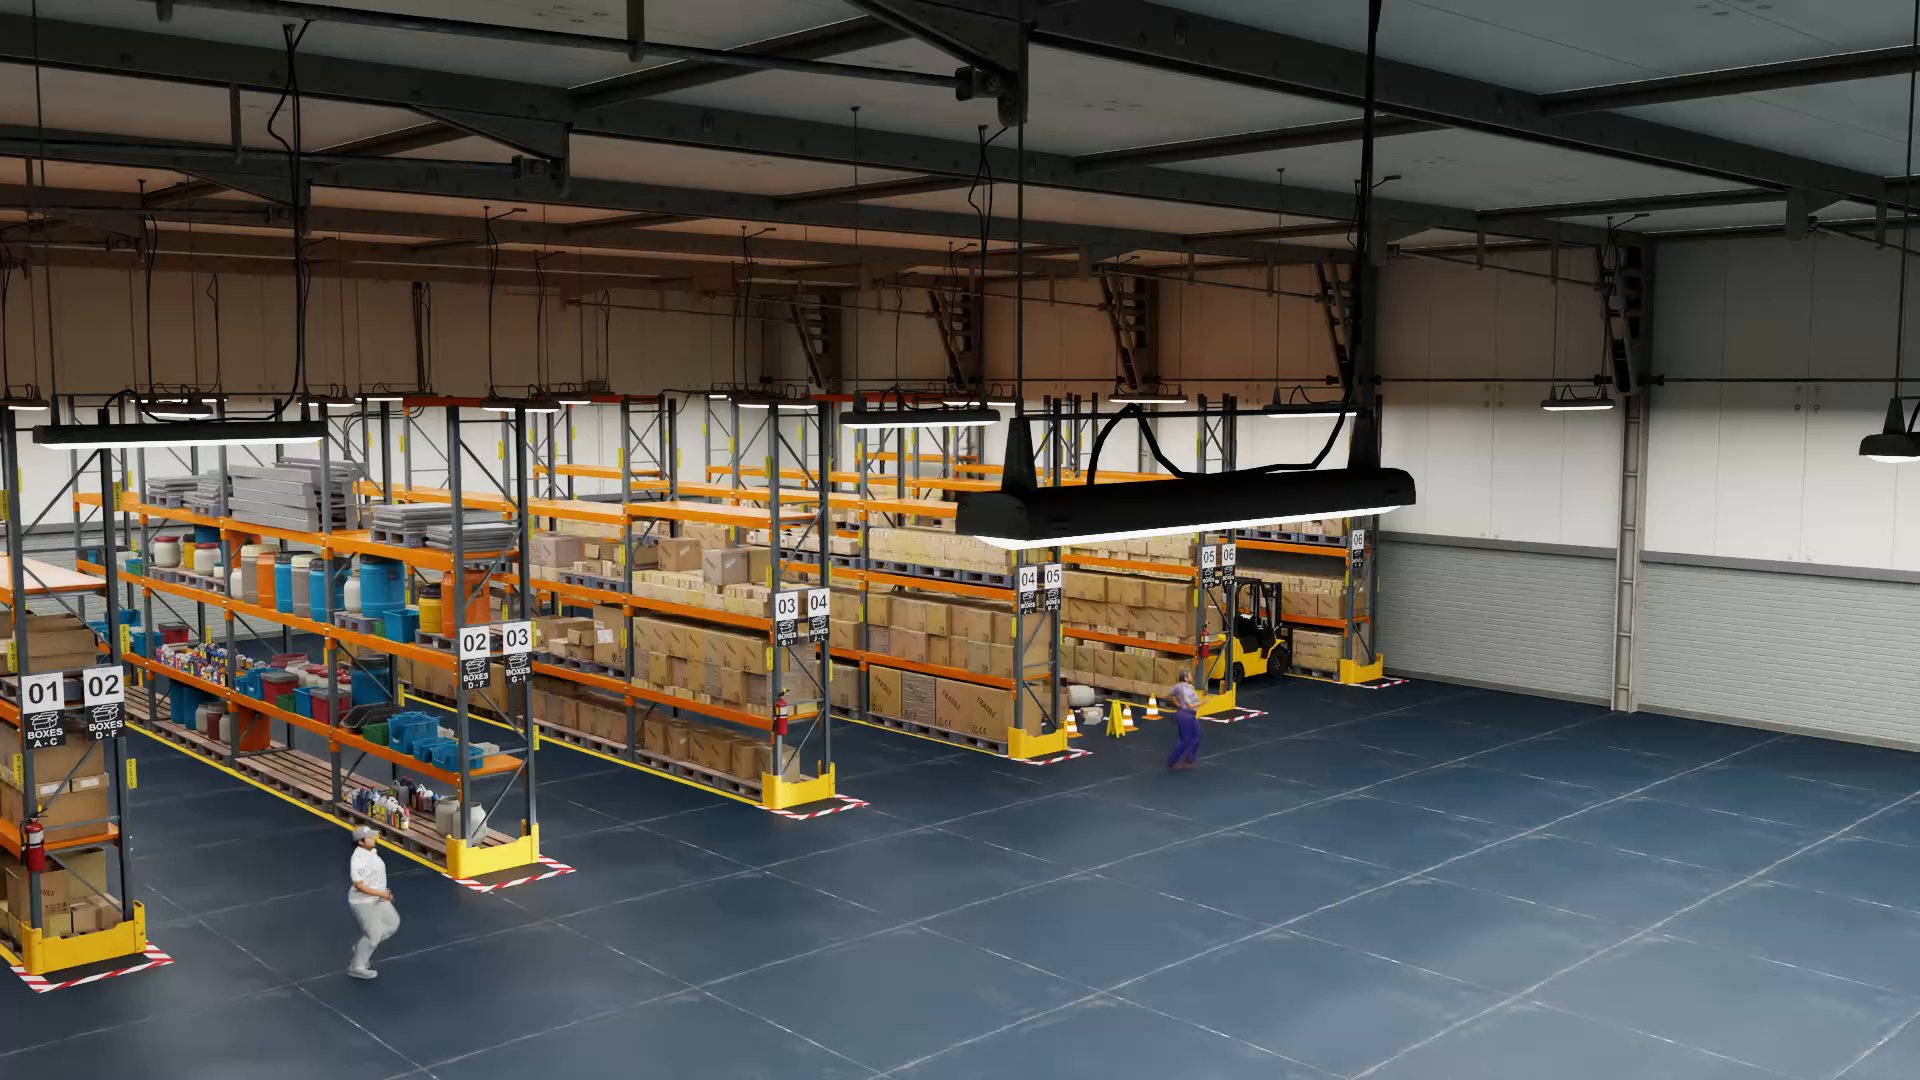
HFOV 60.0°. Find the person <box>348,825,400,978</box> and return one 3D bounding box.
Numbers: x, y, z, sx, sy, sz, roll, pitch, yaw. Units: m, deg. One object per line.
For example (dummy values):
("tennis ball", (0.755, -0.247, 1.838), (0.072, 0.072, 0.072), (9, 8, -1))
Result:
("person", (-6.235, 3.820, 17.654), (0.497, 1.630, 0.616), (-1, 6, -9))

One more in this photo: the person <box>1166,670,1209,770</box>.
("person", (3.671, 2.927, 26.874), (0.679, 1.693, 0.584), (0, 6, 1))
